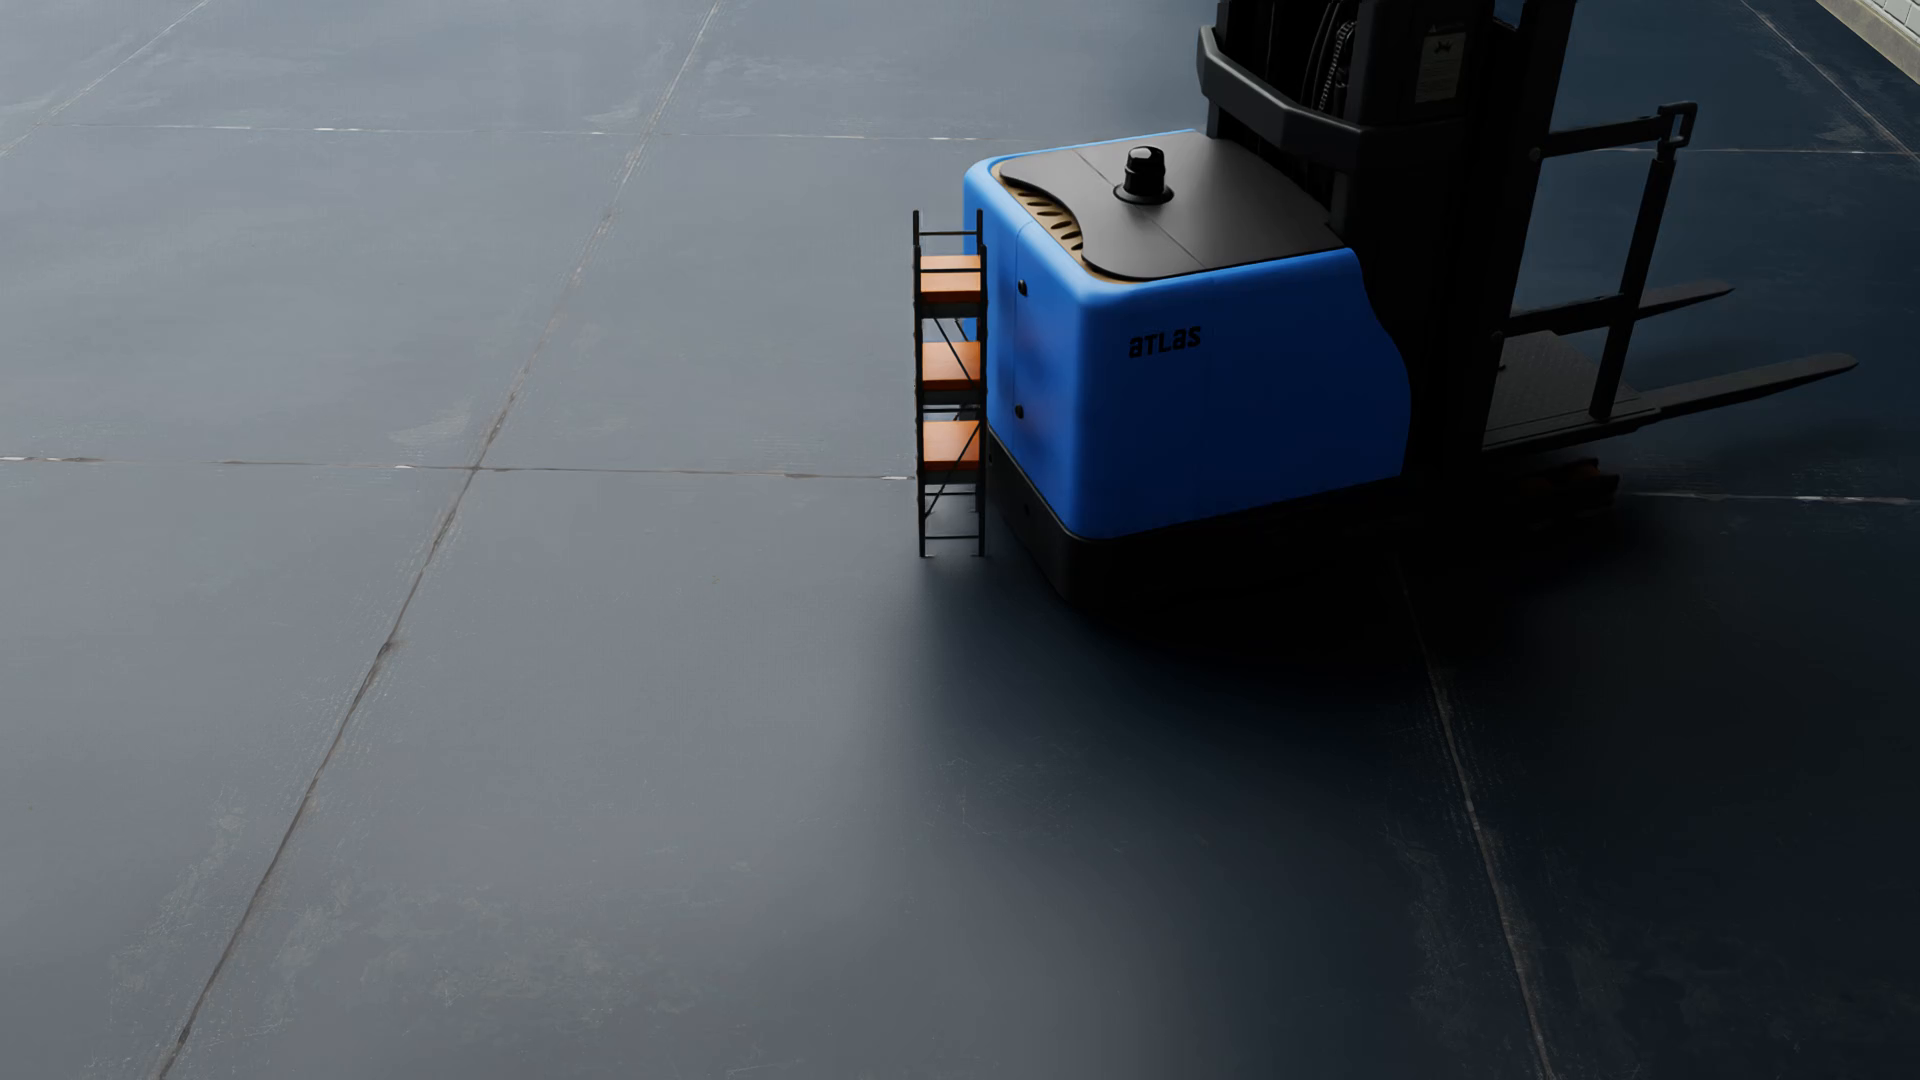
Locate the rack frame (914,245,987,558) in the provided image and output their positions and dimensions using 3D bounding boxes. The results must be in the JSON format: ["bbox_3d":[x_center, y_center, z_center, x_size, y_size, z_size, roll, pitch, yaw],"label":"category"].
[{"bbox_3d":[-0.025,-0.378,4.875,0.200,1.050,0.008,-1,35,-2],"label":"rack frame"}]

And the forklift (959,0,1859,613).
[{"bbox_3d":[1.568,-1.505,4.842,3.031,2.935,1.130,-12,37,-17],"label":"forklift"}]

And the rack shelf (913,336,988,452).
[{"bbox_3d":[-0.030,-0.439,4.981,0.215,0.259,0.240,-1,35,-2],"label":"rack shelf"}]

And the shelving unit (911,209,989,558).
[{"bbox_3d":[-0.030,-0.448,4.974,0.215,1.050,0.252,-1,35,-2],"label":"shelving unit"}]

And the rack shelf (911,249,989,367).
[{"bbox_3d":[-0.030,-0.672,4.817,0.215,0.259,0.240,-1,35,-2],"label":"rack shelf"}]

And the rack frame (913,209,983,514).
[{"bbox_3d":[-0.034,-0.518,5.074,0.200,1.050,0.008,-1,35,-2],"label":"rack frame"}]

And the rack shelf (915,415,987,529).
[{"bbox_3d":[-0.030,-0.212,5.140,0.215,0.259,0.240,-1,35,-2],"label":"rack shelf"}]
